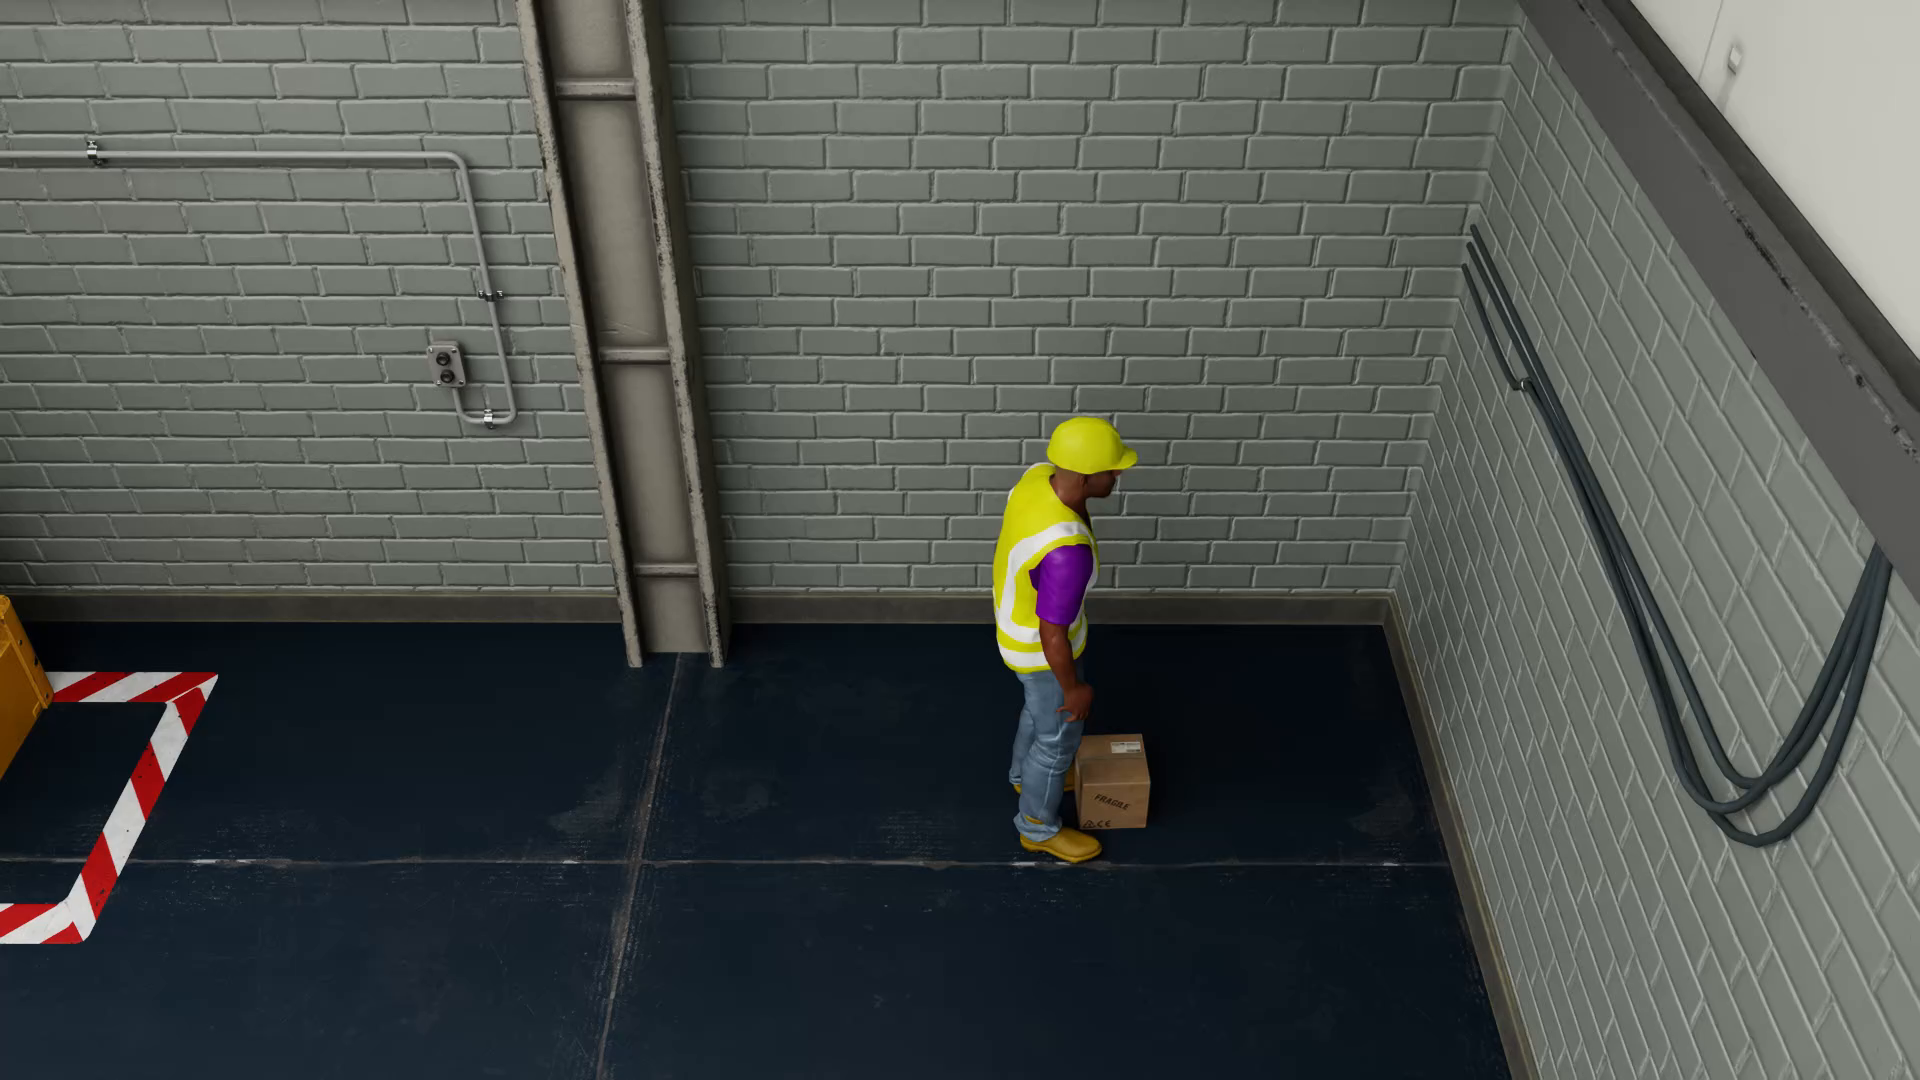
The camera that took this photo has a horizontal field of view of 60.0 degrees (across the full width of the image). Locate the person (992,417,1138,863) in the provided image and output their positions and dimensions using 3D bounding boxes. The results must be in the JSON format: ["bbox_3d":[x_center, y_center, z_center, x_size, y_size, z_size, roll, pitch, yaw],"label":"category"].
[{"bbox_3d":[0.340,0.325,5.747,0.455,1.757,0.637,-2,39,-2],"label":"person"}]
